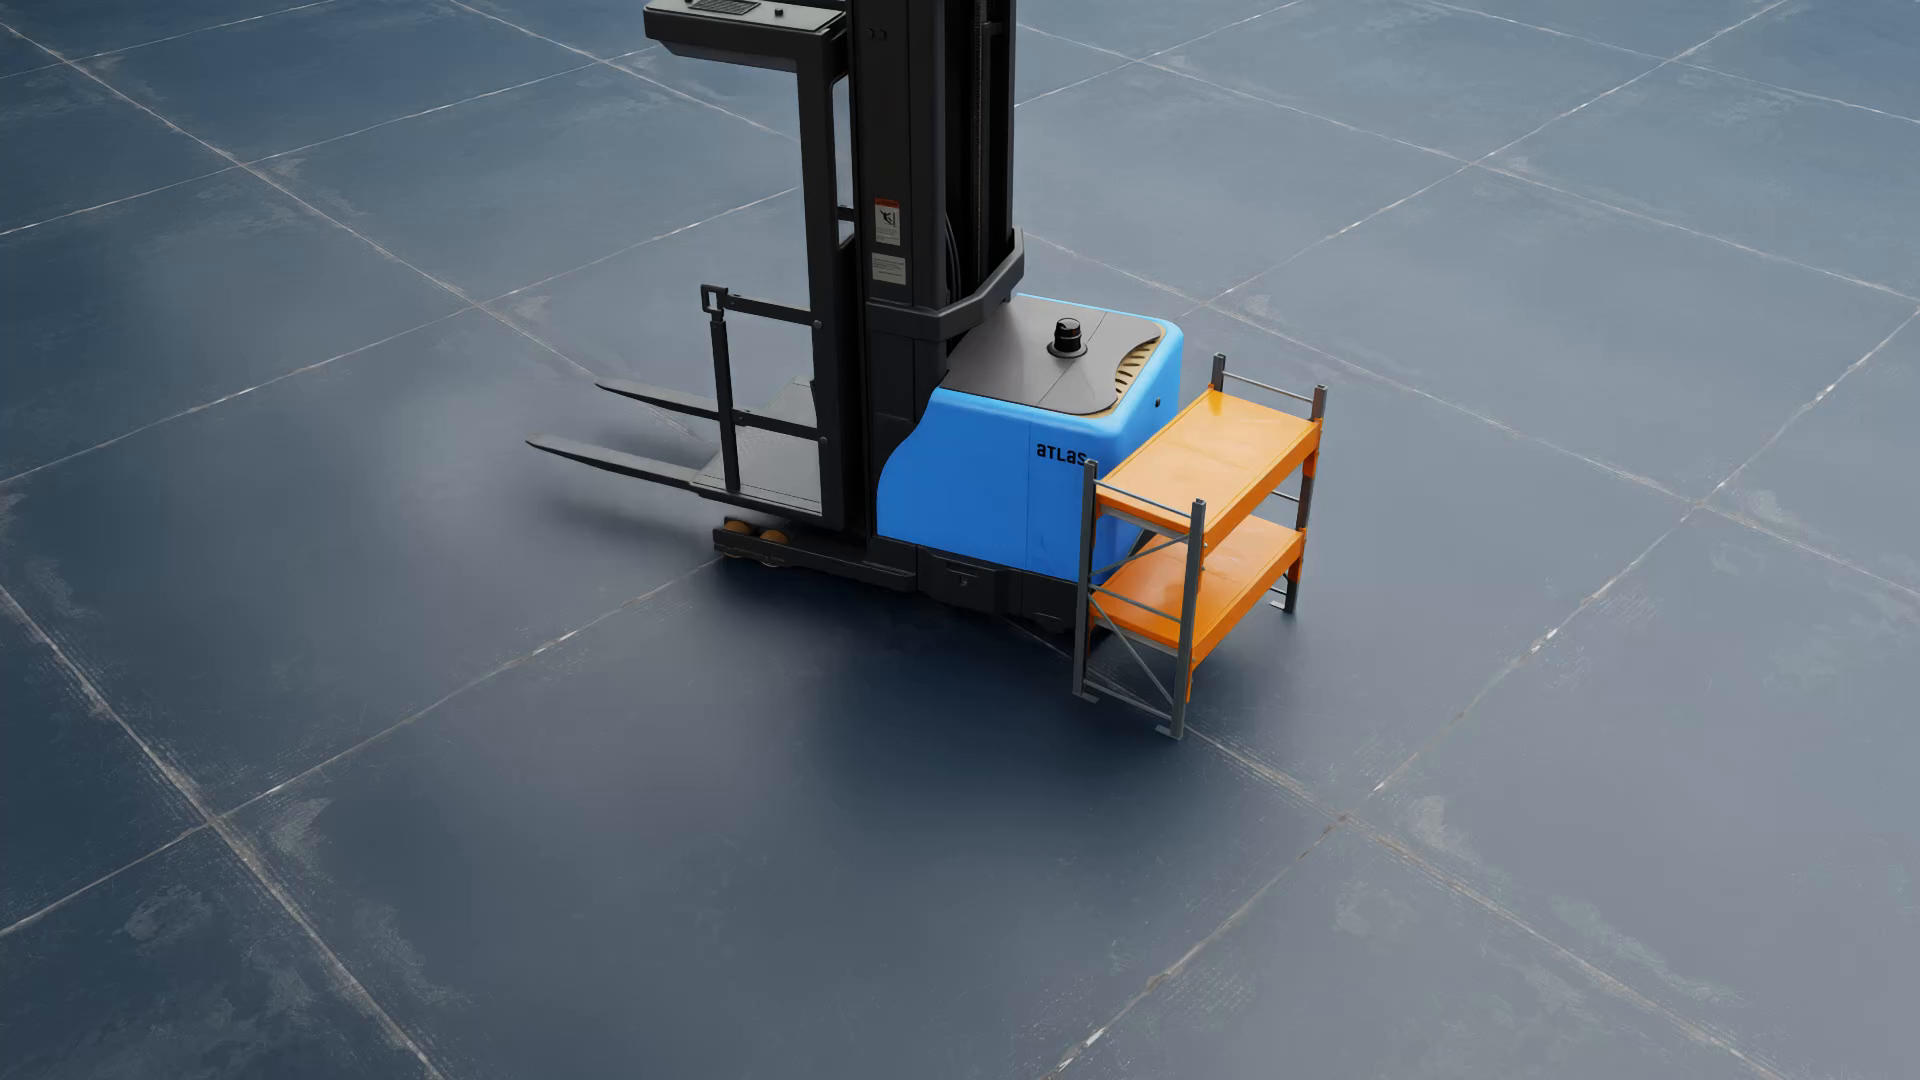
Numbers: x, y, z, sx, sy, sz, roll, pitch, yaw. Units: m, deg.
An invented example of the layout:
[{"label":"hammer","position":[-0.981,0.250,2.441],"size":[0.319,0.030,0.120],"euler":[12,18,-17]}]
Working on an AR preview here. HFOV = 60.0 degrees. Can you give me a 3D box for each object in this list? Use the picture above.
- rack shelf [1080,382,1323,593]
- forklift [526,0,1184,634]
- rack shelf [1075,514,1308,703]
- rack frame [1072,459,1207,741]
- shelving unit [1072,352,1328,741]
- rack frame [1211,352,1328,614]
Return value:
[{"label":"rack shelf","position":[0.969,-0.231,6.586],"size":[0.538,0.278,1.000],"euler":[22,41,28]},{"label":"forklift","position":[-0.581,-1.341,7.111],"size":[3.031,2.935,1.130],"euler":[13,37,18]},{"label":"rack shelf","position":[0.969,0.210,6.893],"size":[0.538,0.278,1.000],"euler":[22,41,28]},{"label":"rack frame","position":[0.675,0.247,6.413],"size":[0.500,1.125,0.032],"euler":[22,41,28]},{"label":"shelving unit","position":[0.969,0.009,6.754],"size":[0.538,1.125,1.048],"euler":[22,41,28]},{"label":"rack frame","position":[1.262,-0.228,7.094],"size":[0.500,1.125,0.032],"euler":[22,41,28]}]
